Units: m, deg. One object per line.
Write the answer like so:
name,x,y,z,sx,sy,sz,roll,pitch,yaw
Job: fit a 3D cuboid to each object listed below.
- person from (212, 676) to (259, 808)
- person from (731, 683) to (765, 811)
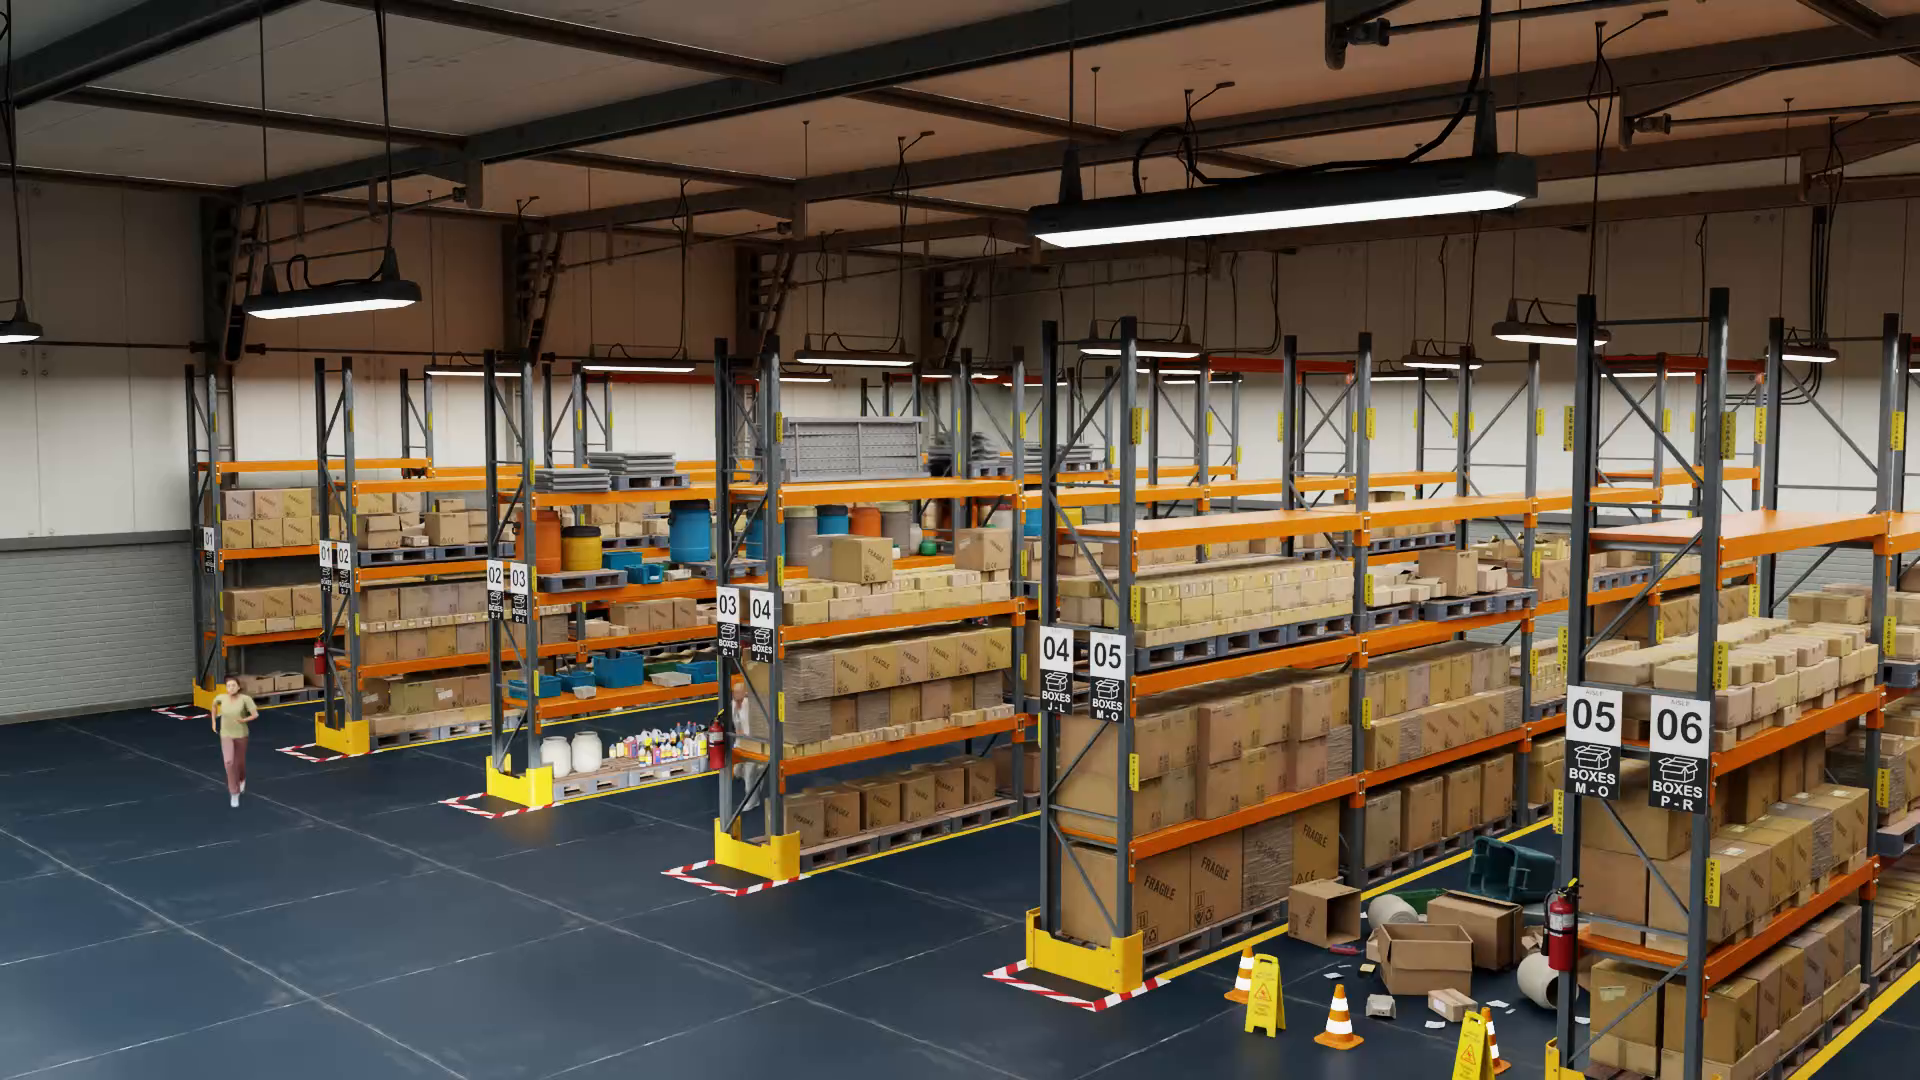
person,-9.643,2.641,22.139,0.599,1.694,0.965,-1,5,-16
person,-2.767,2.675,21.586,0.698,1.707,0.781,3,5,30
